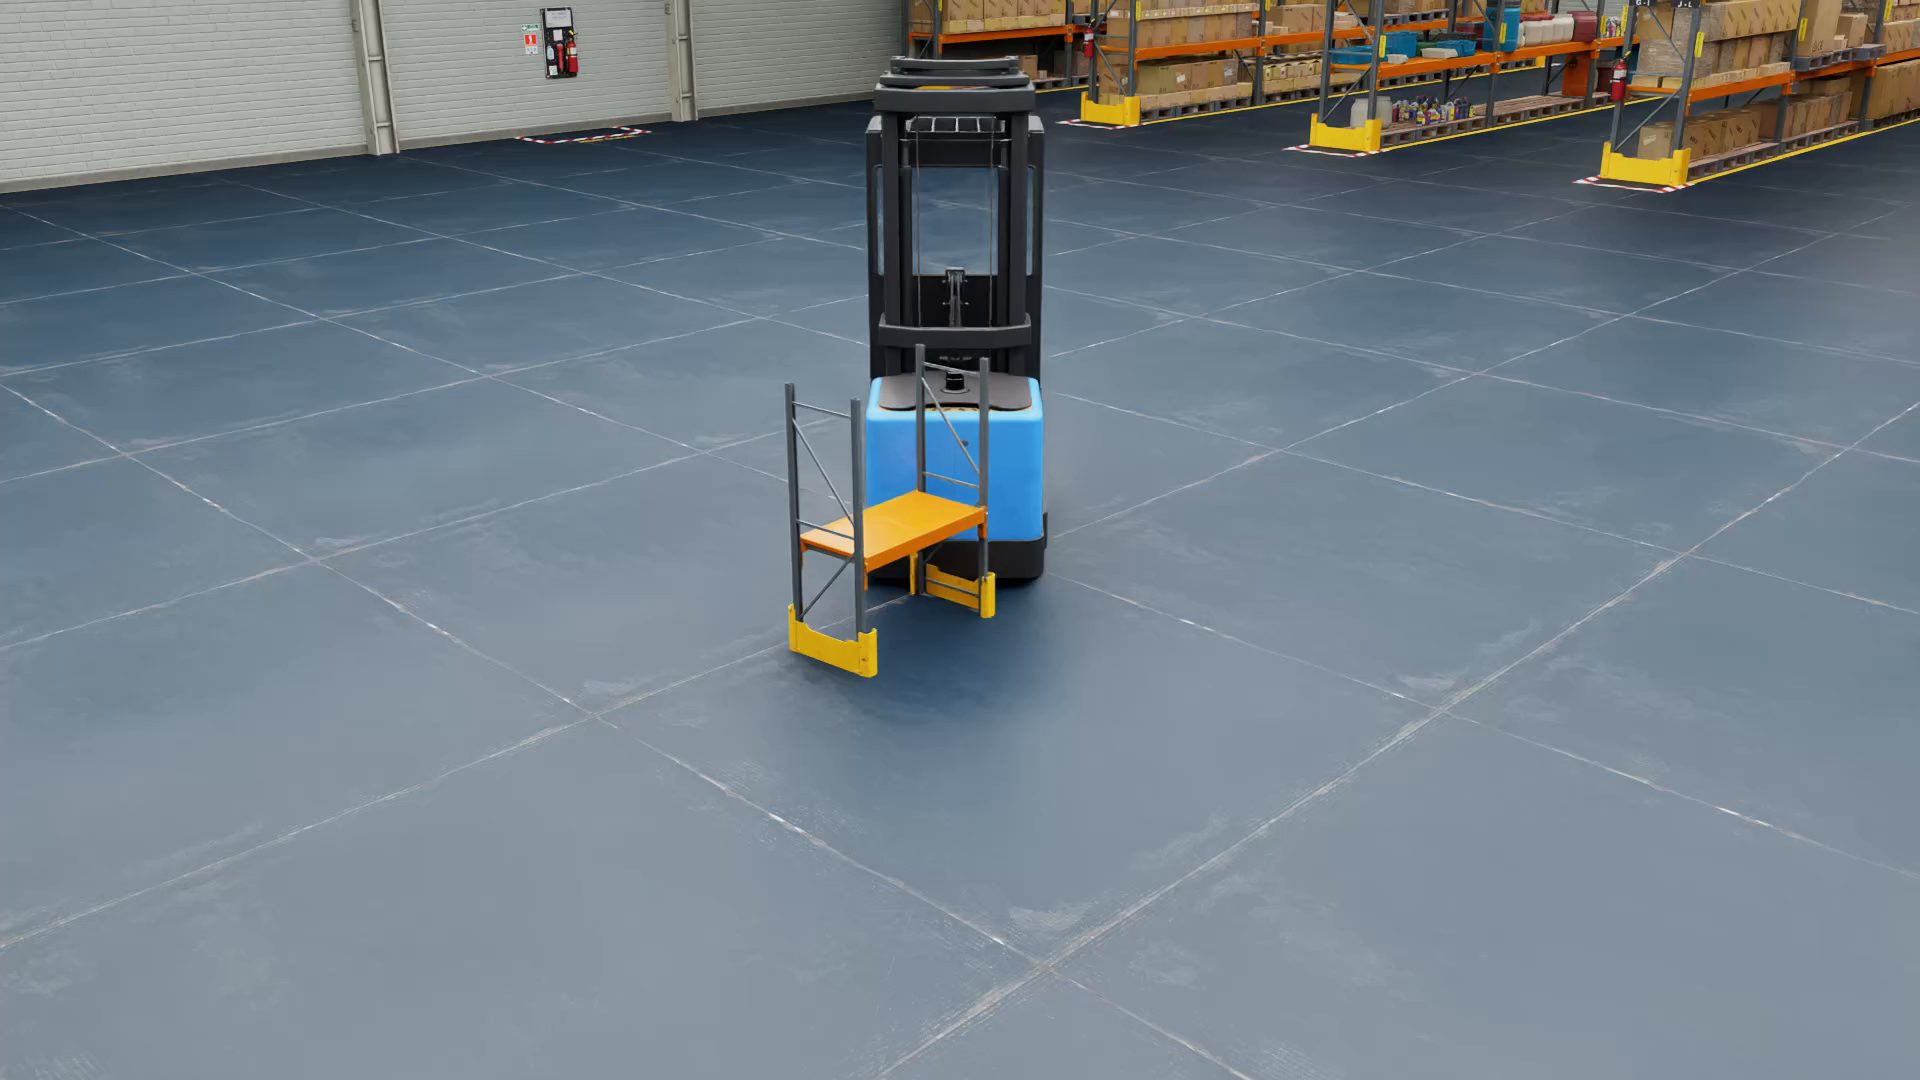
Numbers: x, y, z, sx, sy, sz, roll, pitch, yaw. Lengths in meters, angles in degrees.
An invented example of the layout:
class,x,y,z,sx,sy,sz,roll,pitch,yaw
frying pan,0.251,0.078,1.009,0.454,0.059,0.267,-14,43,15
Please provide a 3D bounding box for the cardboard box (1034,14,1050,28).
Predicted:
class,x,y,z,sx,sy,sz,roll,pitch,yaw
cardboard box,1.540,-10.969,35.114,0.500,0.250,0.500,19,28,41

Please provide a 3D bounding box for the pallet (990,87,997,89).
class,x,y,z,sx,sy,sz,roll,pitch,yaw
pallet,0.712,-9.555,35.141,1.003,0.211,1.213,19,28,41

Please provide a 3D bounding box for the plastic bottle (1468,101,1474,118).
class,x,y,z,sx,sy,sz,roll,pitch,yaw
plastic bottle,9.005,-7.605,29.353,0.133,0.283,0.061,-18,28,-39

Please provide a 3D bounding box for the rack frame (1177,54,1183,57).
class,x,y,z,sx,sy,sz,roll,pitch,yaw
rack frame,4.797,-12.382,38.608,1.000,3.000,0.127,19,28,41

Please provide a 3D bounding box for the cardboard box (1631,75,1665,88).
class,x,y,z,sx,sy,sz,roll,pitch,yaw
cardboard box,9.914,-6.614,23.951,0.380,0.149,0.250,19,28,41

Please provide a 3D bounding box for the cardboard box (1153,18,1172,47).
class,x,y,z,sx,sy,sz,roll,pitch,yaw
cardboard box,3.465,-9.386,30.675,0.500,0.500,0.700,-19,28,-41

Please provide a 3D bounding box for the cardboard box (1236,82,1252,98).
class,x,y,z,sx,sy,sz,roll,pitch,yaw
cardboard box,5.391,-8.853,32.675,0.500,0.250,0.500,19,28,41

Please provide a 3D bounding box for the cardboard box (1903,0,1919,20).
class,x,y,z,sx,sy,sz,roll,pitch,yaw
cardboard box,16.885,-9.702,30.099,0.637,0.503,0.797,-19,28,-40

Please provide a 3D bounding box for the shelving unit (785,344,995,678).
class,x,y,z,sx,sy,sz,roll,pitch,yaw
shelving unit,-0.363,-0.191,8.981,0.587,1.500,1.083,16,26,36

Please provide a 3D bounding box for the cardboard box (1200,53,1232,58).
class,x,y,z,sx,sy,sz,roll,pitch,yaw
cardboard box,5.010,-9.337,32.887,0.500,0.500,0.500,19,28,41

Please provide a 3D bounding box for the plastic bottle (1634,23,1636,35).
class,x,y,z,sx,sy,sz,roll,pitch,yaw
plastic bottle,13.396,-10.231,33.185,0.152,0.276,0.135,19,28,41

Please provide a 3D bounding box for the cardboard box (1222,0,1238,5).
class,x,y,z,sx,sy,sz,roll,pitch,yaw
cardboard box,4.901,-10.521,31.819,0.700,0.500,0.500,19,28,41

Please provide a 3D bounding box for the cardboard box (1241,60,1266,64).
class,x,y,z,sx,sy,sz,roll,pitch,yaw
cardboard box,5.994,-9.600,33.836,0.500,0.311,0.500,-19,28,-41

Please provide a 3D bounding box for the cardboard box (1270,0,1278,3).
class,x,y,z,sx,sy,sz,roll,pitch,yaw
cardboard box,7.446,-13.423,40.735,0.500,0.500,0.500,19,28,40

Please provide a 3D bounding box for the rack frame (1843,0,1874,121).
class,x,y,z,sx,sy,sz,roll,pitch,yaw
rack frame,16.830,-9.788,30.024,1.077,3.933,4.027,19,28,41

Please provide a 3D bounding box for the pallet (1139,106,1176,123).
class,x,y,z,sx,sy,sz,roll,pitch,yaw
pallet,3.271,-7.992,31.073,1.003,0.211,1.213,19,28,41

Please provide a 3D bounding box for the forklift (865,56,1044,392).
class,x,y,z,sx,sy,sz,roll,pitch,yaw
forklift,-0.027,-1.617,10.697,1.121,2.935,3.031,0,21,0

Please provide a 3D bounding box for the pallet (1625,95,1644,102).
class,x,y,z,sx,sy,sz,roll,pitch,yaw
pallet,13.266,-9.126,34.023,1.003,0.211,1.213,19,28,41

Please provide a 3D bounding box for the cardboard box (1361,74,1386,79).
class,x,y,z,sx,sy,sz,roll,pitch,yaw
cardboard box,8.871,-10.227,35.873,0.500,0.500,0.500,-19,28,-40

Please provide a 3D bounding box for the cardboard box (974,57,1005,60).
class,x,y,z,sx,sy,sz,roll,pitch,yaw
cardboard box,0.708,-9.842,34.871,0.700,0.500,0.500,17,27,37

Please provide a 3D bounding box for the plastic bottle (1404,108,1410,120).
class,x,y,z,sx,sy,sz,roll,pitch,yaw
plastic bottle,7.803,-7.445,29.051,0.097,0.201,0.097,0,21,0

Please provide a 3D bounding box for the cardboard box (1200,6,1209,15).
class,x,y,z,sx,sy,sz,roll,pitch,yaw
cardboard box,4.452,-9.946,31.226,0.250,0.149,0.380,-19,28,-40

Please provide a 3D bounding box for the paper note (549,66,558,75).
class,x,y,z,sx,sy,sz,roll,pitch,yaw
paper note,-7.025,-8.114,28.733,0.016,0.148,0.142,19,28,41

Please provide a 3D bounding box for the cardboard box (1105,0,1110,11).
class,x,y,z,sx,sy,sz,roll,pitch,yaw
cardboard box,3.218,-12.047,36.984,0.500,0.500,0.700,-16,26,-35

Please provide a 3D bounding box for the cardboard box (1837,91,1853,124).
class,x,y,z,sx,sy,sz,roll,pitch,yaw
cardboard box,14.991,-7.524,28.840,0.700,0.500,0.500,17,27,38

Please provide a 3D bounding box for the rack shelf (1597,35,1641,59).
class,x,y,z,sx,sy,sz,roll,pitch,yaw
rack shelf,13.290,-10.081,33.623,1.077,0.370,4.000,19,28,41

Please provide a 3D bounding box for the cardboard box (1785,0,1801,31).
class,x,y,z,sx,sy,sz,roll,pitch,yaw
cardboard box,12.536,-8.102,25.526,0.500,0.500,0.500,19,28,41

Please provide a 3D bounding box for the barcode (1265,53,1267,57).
class,x,y,z,sx,sy,sz,roll,pitch,yaw
barcode,6.034,-9.563,32.806,0.001,0.075,0.075,19,28,41

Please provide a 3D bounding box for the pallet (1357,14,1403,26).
class,x,y,z,sx,sy,sz,roll,pitch,yaw
pallet,8.771,-11.245,35.918,1.213,0.211,1.003,19,28,41

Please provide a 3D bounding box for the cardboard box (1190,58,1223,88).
class,x,y,z,sx,sy,sz,roll,pitch,yaw
cardboard box,4.688,-8.948,31.877,0.500,0.500,0.500,19,28,41

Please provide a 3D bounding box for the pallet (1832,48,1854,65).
class,x,y,z,sx,sy,sz,roll,pitch,yaw
pallet,14.092,-8.054,27.615,1.003,0.211,1.213,19,28,41

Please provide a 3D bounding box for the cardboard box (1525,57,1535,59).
class,x,y,z,sx,sy,sz,roll,pitch,yaw
cardboard box,13.727,-12.037,40.580,0.500,0.500,0.500,19,28,41

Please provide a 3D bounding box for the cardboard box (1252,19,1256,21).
class,x,y,z,sx,sy,sz,roll,pitch,yaw
cardboard box,6.040,-10.324,33.441,0.396,0.266,0.258,18,28,39

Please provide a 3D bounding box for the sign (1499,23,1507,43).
class,x,y,z,sx,sy,sz,roll,pitch,yaw
sign,9.491,-8.863,29.066,0.100,0.325,0.005,19,28,41

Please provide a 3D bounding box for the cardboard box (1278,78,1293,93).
class,x,y,z,sx,sy,sz,roll,pitch,yaw
cardboard box,6.375,-9.200,33.577,0.500,0.250,0.500,-19,28,-41

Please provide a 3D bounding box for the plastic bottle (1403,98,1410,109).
class,x,y,z,sx,sy,sz,roll,pitch,yaw
plastic bottle,7.816,-7.582,29.198,0.144,0.351,0.185,19,28,40

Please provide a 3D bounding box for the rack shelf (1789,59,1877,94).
class,x,y,z,sx,sy,sz,roll,pitch,yaw
rack shelf,14.048,-7.813,27.723,1.077,0.370,4.000,19,28,41

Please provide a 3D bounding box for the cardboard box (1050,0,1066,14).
class,x,y,z,sx,sy,sz,roll,pitch,yaw
cardboard box,1.898,-11.444,35.304,0.500,0.500,0.500,19,28,41

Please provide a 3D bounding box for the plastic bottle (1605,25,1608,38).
class,x,y,z,sx,sy,sz,roll,pitch,yaw
plastic bottle,12.529,-9.896,32.318,0.097,0.271,0.097,0,21,0

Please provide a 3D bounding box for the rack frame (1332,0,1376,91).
class,x,y,z,sx,sy,sz,roll,pitch,yaw
rack frame,8.349,-11.143,35.385,1.000,3.000,0.127,19,28,41

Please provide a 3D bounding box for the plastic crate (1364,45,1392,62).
class,x,y,z,sx,sy,sz,roll,pitch,yaw
plastic crate,6.906,-8.146,27.793,0.499,0.251,0.408,19,28,41

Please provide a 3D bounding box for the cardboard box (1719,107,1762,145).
class,x,y,z,sx,sy,sz,roll,pitch,yaw
cardboard box,12.345,-6.571,26.388,0.500,0.500,0.500,18,28,39

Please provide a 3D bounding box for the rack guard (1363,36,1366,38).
class,x,y,z,sx,sy,sz,roll,pitch,yaw
rack guard,10.394,-13.278,44.423,1.175,0.500,0.348,19,28,41

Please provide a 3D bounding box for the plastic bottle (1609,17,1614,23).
class,x,y,z,sx,sy,sz,roll,pitch,yaw
plastic bottle,13.282,-10.551,34.018,0.152,0.276,0.135,19,28,41

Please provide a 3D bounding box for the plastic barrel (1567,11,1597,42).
class,x,y,z,sx,sy,sz,roll,pitch,yaw
plastic barrel,11.788,-9.771,31.625,0.600,0.536,0.708,19,28,41

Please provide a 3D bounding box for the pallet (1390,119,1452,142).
class,x,y,z,sx,sy,sz,roll,pitch,yaw
pallet,7.755,-7.095,28.740,1.003,0.211,1.213,19,28,41

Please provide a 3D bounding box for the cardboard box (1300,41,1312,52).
class,x,y,z,sx,sy,sz,roll,pitch,yaw
cardboard box,8.535,-12.734,42.423,0.700,0.500,0.500,19,28,40

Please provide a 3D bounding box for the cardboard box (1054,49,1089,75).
class,x,y,z,sx,sy,sz,roll,pitch,yaw
cardboard box,2.508,-10.586,36.805,0.500,0.500,0.700,-19,28,-40

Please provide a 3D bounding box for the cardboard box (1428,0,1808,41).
class,x,y,z,sx,sy,sz,roll,pitch,yaw
cardboard box,11.637,-10.058,31.718,5.315,0.586,11.963,-15,26,-34

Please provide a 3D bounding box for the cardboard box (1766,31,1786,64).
class,x,y,z,sx,sy,sz,roll,pitch,yaw
cardboard box,12.295,-7.720,25.924,0.875,0.500,0.500,19,28,41

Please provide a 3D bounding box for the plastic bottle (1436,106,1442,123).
class,x,y,z,sx,sy,sz,roll,pitch,yaw
plastic bottle,8.252,-7.332,28.658,0.097,0.271,0.097,0,21,0
